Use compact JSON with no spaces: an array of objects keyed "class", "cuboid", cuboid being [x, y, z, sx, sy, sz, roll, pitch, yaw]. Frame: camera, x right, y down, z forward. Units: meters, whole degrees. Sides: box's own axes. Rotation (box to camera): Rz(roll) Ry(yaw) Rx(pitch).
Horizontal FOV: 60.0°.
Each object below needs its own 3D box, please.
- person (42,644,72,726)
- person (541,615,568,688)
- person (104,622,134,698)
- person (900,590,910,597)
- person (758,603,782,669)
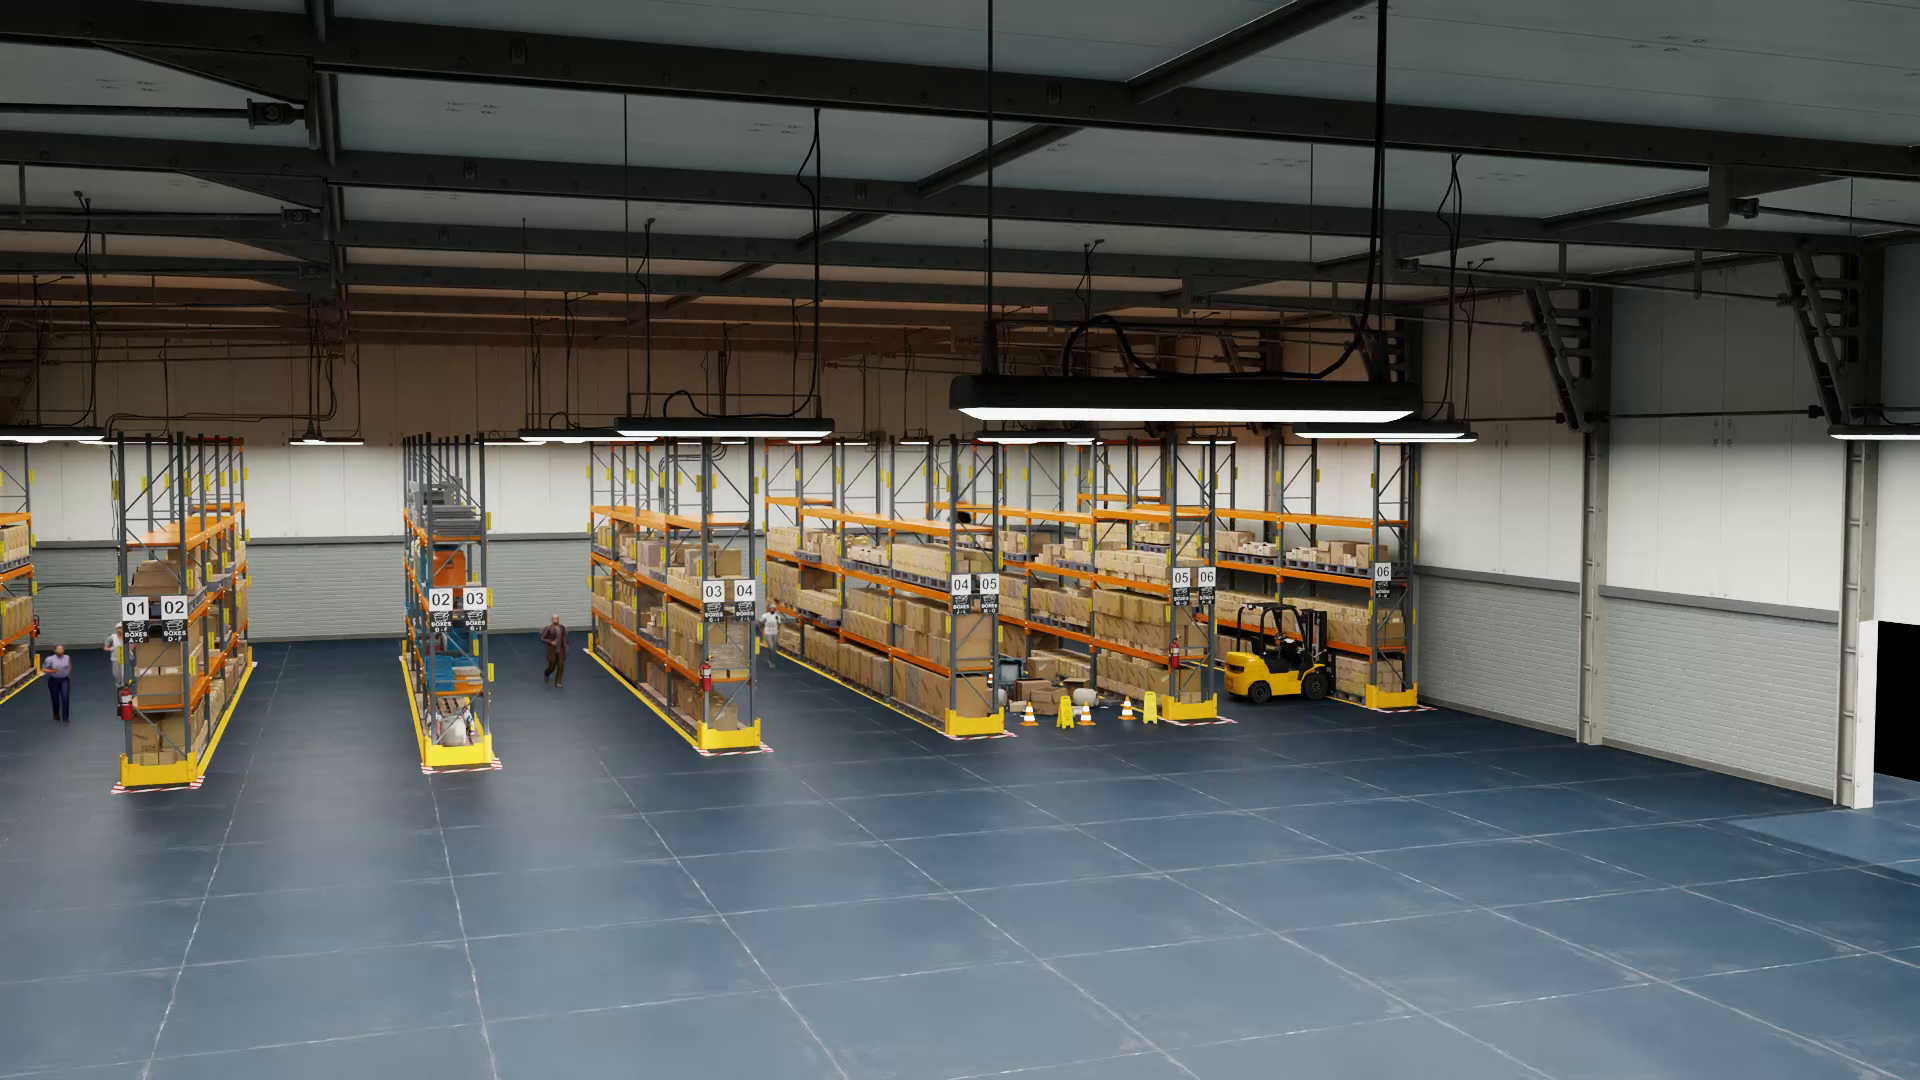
[{"class":"person","cuboid":[-18.708,3.087,34.488,0.586,1.495,0.864,-2,4,-37]},{"class":"person","cuboid":[-9.667,2.645,39.679,0.712,1.745,0.835,-2,4,-38]},{"class":"person","cuboid":[-18.889,2.760,37.372,0.620,1.841,0.832,-2,4,-27]},{"class":"person","cuboid":[-1.742,2.094,50.840,0.561,1.622,0.560,-2,4,-30]},{"class":"person","cuboid":[-4.927,2.500,43.375,0.581,1.727,0.727,-2,4,-28]}]
